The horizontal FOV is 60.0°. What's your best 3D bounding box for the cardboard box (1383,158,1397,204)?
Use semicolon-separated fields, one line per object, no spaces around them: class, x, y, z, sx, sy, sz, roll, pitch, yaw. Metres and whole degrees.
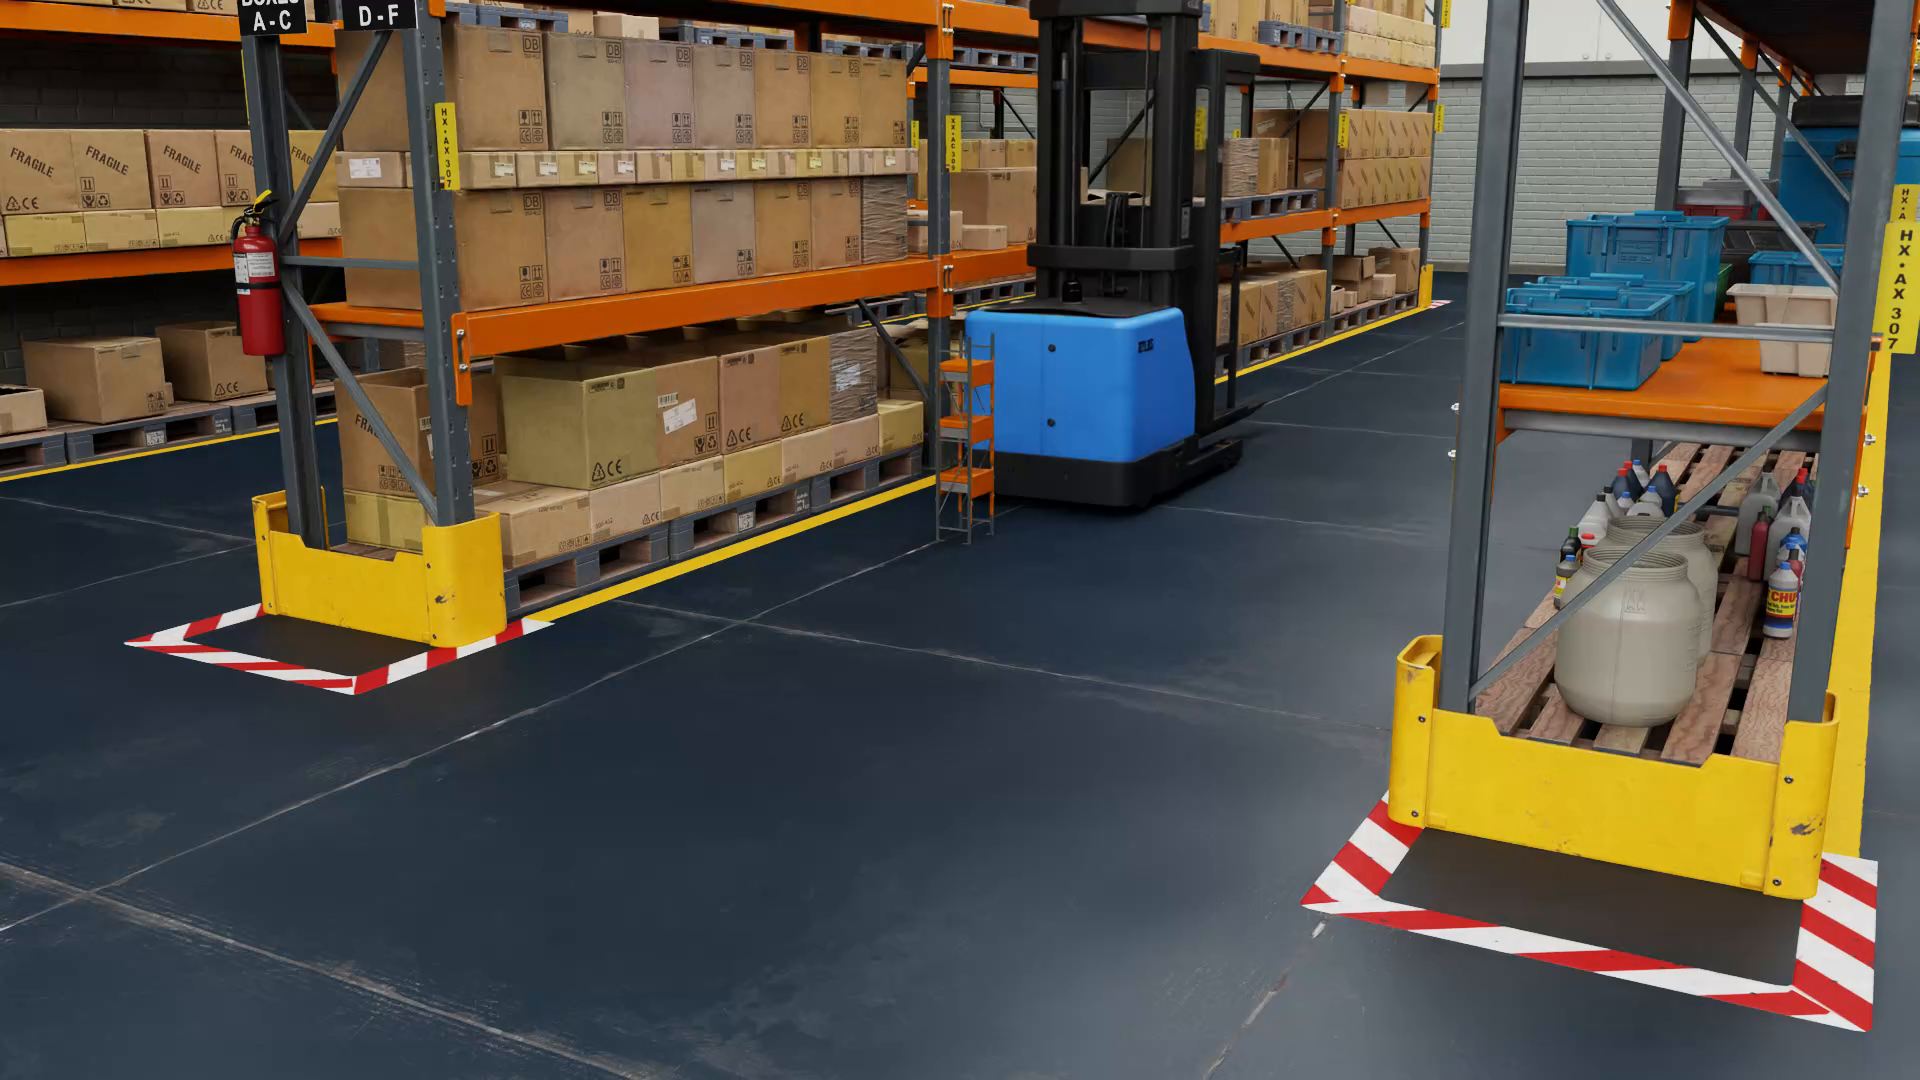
cardboard box;4.560;-4.019;18.589;0.500;0.500;0.500;7;15;27

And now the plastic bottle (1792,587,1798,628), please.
plastic bottle;3.074;0.228;6.218;0.097;0.201;0.097;0;14;0

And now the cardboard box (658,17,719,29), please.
cardboard box;-2.750;-5.149;15.938;0.700;0.500;0.500;6;15;24

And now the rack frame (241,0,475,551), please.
rack frame;-2.459;-1.122;6.788;1.000;3.000;0.127;7;15;28

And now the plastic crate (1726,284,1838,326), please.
plastic crate;3.246;-0.891;6.391;0.530;0.136;0.437;7;15;28

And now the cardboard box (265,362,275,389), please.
cardboard box;-5.096;-1.227;12.328;0.380;0.166;0.250;5;15;21

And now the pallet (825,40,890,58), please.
pallet;-1.396;-5.316;18.192;0.805;0.209;1.217;7;15;26

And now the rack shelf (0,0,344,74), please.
rack shelf;-5.831;-3.201;10.548;1.077;0.370;4.000;7;15;28

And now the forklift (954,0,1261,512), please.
forklift;1.091;-1.877;10.065;1.130;2.935;3.031;7;15;27

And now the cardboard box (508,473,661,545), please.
cardboard box;-1.767;-0.177;7.840;0.500;0.250;0.500;7;15;28

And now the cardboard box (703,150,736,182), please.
cardboard box;-1.337;-1.857;8.241;0.380;0.149;0.250;8;15;29

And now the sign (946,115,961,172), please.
sign;-0.039;-2.340;9.822;0.100;0.325;0.005;7;15;28

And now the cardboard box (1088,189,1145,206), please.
cardboard box;1.194;-2.650;13.317;0.500;0.311;0.500;9;16;32

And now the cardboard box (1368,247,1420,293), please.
cardboard box;5.228;-3.264;20.067;0.500;0.500;0.500;7;15;28

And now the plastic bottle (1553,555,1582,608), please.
plastic bottle;2.379;0.160;6.502;0.097;0.201;0.097;0;14;0

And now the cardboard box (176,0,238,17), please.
cardboard box;-5.147;-3.786;11.181;0.500;0.500;0.500;6;15;23

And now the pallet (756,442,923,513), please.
pallet;-0.947;-0.429;9.862;1.003;0.211;1.213;7;15;28

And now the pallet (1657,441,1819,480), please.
pallet;4.743;-0.442;9.916;1.003;0.211;1.213;7;15;28

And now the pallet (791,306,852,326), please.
pallet;-1.892;-2.371;17.917;1.003;0.211;1.213;7;15;28

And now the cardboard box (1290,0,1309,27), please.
cardboard box;3.034;-5.249;16.182;0.600;0.600;0.600;6;15;23

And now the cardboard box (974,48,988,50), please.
cardboard box;0.069;-6.104;20.261;0.500;0.250;0.500;7;15;26

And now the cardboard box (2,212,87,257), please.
cardboard box;-5.794;-1.896;10.273;0.500;0.250;0.500;7;15;27

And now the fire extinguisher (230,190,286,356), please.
fire extinguisher;-2.923;-1.113;6.915;0.296;0.674;0.183;7;15;28

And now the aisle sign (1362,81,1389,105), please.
aisle sign;5.051;-5.716;20.295;0.394;0.787;0.004;7;15;28

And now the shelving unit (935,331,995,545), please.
shelving unit;0.026;-0.521;8.456;0.215;1.050;0.252;7;15;28

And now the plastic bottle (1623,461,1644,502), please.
plastic bottle;3.055;-0.188;7.628;0.144;0.351;0.185;8;16;30

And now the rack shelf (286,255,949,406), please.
rack shelf;-1.492;-1.183;8.574;1.077;0.370;4.000;7;15;28

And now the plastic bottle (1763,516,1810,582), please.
plastic bottle;3.419;0.033;6.870;0.152;0.276;0.135;8;16;29

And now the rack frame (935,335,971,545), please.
rack frame;-0.033;-0.496;8.352;0.200;1.050;0.008;7;15;28

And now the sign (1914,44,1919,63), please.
sign;10.099;-5.191;17.489;0.100;0.325;0.005;7;15;28

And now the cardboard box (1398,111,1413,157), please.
cardboard box;4.811;-4.606;18.893;0.500;0.500;0.500;8;16;30

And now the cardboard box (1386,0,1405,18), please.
cardboard box;4.578;-6.083;18.617;0.700;0.500;0.500;7;15;28

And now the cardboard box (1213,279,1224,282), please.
cardboard box;2.153;-2.195;15.633;0.500;0.500;0.500;7;15;26

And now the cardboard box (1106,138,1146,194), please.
cardboard box;1.614;-3.158;14.124;0.700;0.500;0.500;2;14;9

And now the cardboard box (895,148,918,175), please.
cardboard box;-0.469;-2.227;9.772;0.380;0.149;0.250;7;15;28

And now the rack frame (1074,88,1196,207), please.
rack frame;1.408;-2.763;13.596;1.000;3.000;0.127;7;15;28

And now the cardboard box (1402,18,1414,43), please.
cardboard box;4.764;-5.694;18.605;0.500;0.250;0.500;7;15;28

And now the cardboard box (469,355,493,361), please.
cardboard box;-4.317;-1.767;13.856;0.700;0.500;0.500;7;15;27

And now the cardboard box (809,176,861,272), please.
cardboard box;-0.984;-1.791;9.348;0.700;0.500;0.500;7;15;27

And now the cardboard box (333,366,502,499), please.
cardboard box;-2.460;-0.498;7.569;0.500;0.500;0.500;7;15;28

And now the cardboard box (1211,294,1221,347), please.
cardboard box;1.878;-1.823;14.090;0.500;0.500;0.500;8;16;30

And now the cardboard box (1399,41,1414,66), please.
cardboard box;4.776;-5.449;18.657;0.500;0.250;0.500;7;15;28

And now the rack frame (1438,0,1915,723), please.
rack frame;1.875;-0.560;4.457;1.000;3.000;0.127;7;15;28

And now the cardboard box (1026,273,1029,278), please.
cardboard box;0.686;-3.799;22.330;0.700;0.500;0.500;7;15;28

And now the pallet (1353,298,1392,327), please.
pallet;4.263;-2.620;18.953;1.003;0.211;1.213;7;15;28

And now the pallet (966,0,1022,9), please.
pallet;-0.111;-3.490;10.620;0.805;0.209;1.217;7;15;26

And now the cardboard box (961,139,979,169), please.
cardboard box;-0.362;-4.549;20.362;0.980;0.700;0.700;7;15;27

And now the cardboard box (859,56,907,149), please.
cardboard box;-0.735;-2.530;9.648;0.700;0.500;0.500;7;15;28

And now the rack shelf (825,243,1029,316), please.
rack shelf;0.441;-2.003;11.978;1.077;0.370;4.000;7;15;28

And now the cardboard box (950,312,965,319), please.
cardboard box;0.155;-1.511;12.174;0.500;0.311;0.500;7;15;27

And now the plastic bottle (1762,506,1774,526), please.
plastic bottle;3.399;-0.010;7.032;0.061;0.283;0.133;7;15;28

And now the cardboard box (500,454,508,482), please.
cardboard box;-2.227;-0.237;8.087;0.500;0.250;0.500;7;15;28
